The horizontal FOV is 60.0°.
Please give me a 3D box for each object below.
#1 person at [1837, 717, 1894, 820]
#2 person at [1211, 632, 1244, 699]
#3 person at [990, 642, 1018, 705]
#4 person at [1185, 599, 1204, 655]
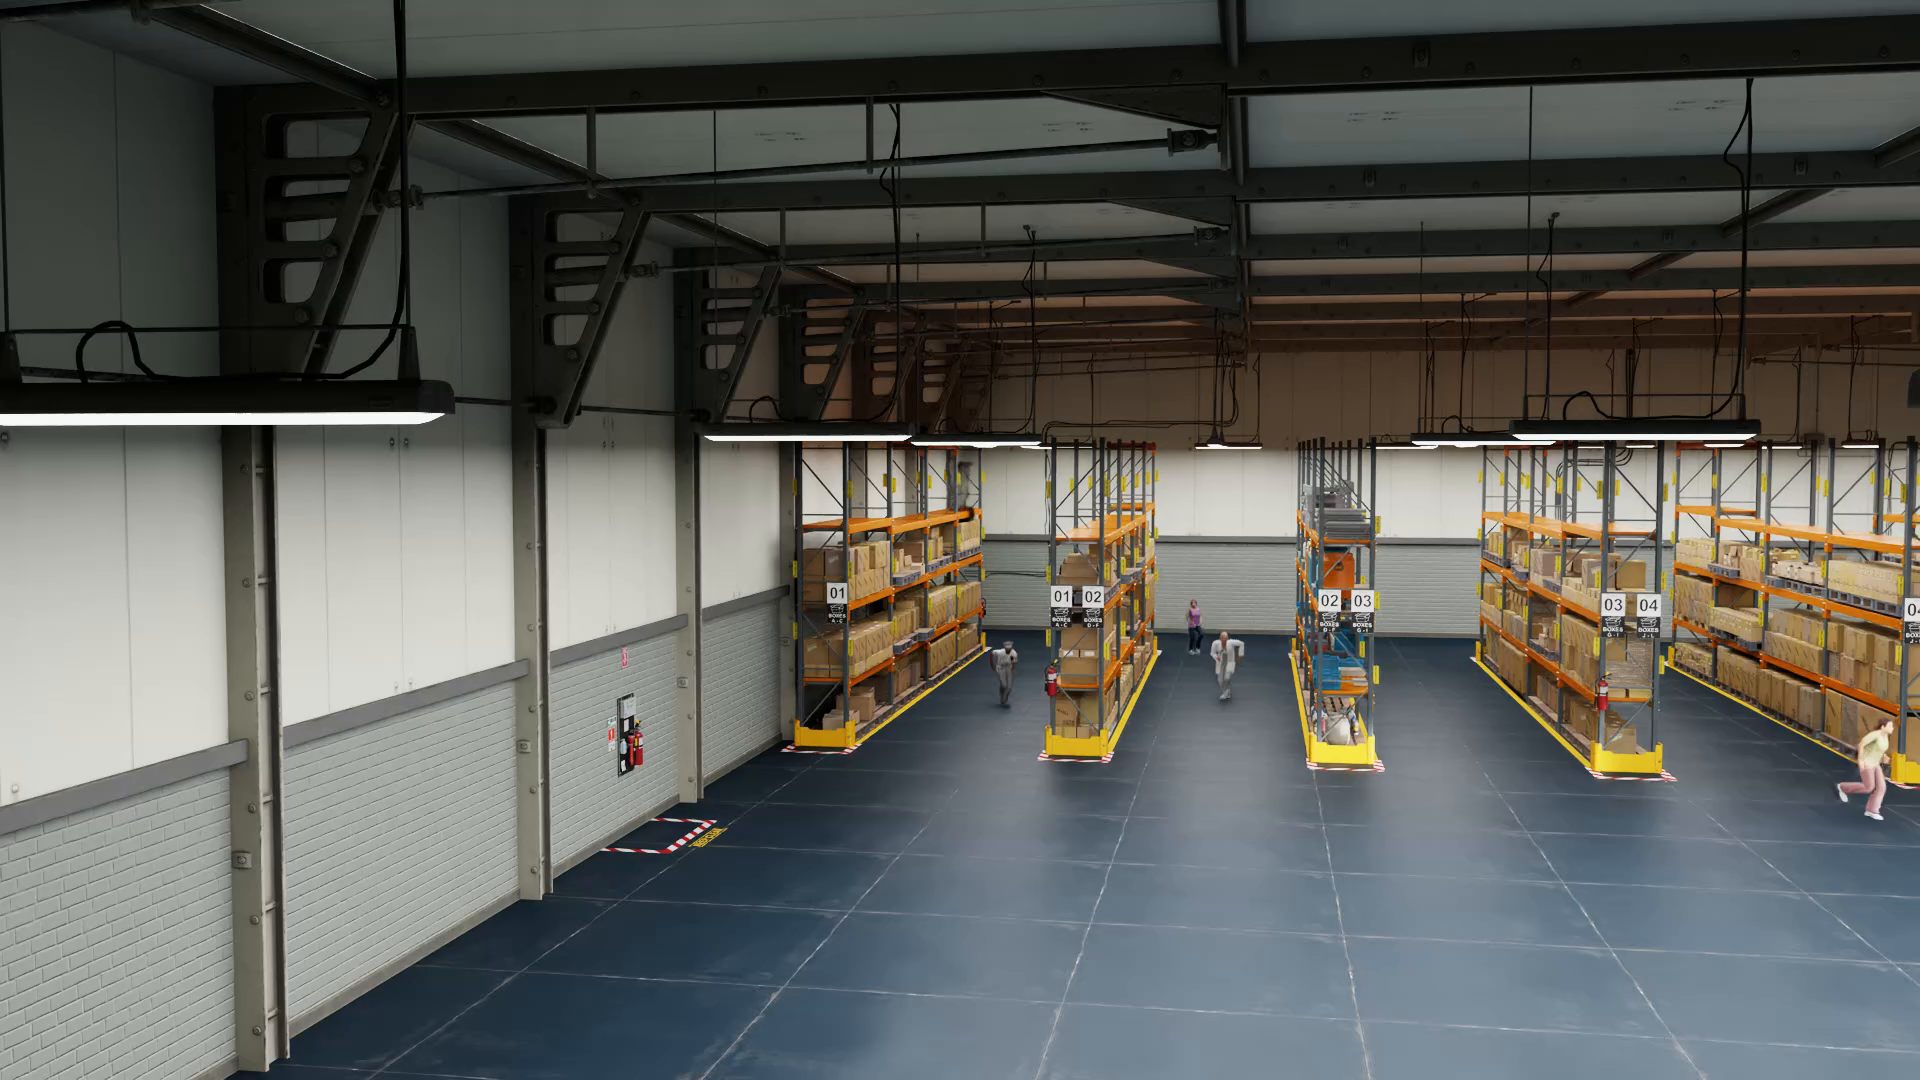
[{"bbox_3d":[14.256,3.559,26.178,0.578,1.613,0.813,-3,4,-40],"label":"person"},{"bbox_3d":[6.159,2.895,38.322,0.740,1.599,0.918,1,3,17],"label":"person"},{"bbox_3d":[0.981,3.002,37.356,0.602,1.492,0.846,-1,3,-10],"label":"person"},{"bbox_3d":[6.613,2.452,46.863,0.553,1.575,0.598,-1,3,-18],"label":"person"}]
